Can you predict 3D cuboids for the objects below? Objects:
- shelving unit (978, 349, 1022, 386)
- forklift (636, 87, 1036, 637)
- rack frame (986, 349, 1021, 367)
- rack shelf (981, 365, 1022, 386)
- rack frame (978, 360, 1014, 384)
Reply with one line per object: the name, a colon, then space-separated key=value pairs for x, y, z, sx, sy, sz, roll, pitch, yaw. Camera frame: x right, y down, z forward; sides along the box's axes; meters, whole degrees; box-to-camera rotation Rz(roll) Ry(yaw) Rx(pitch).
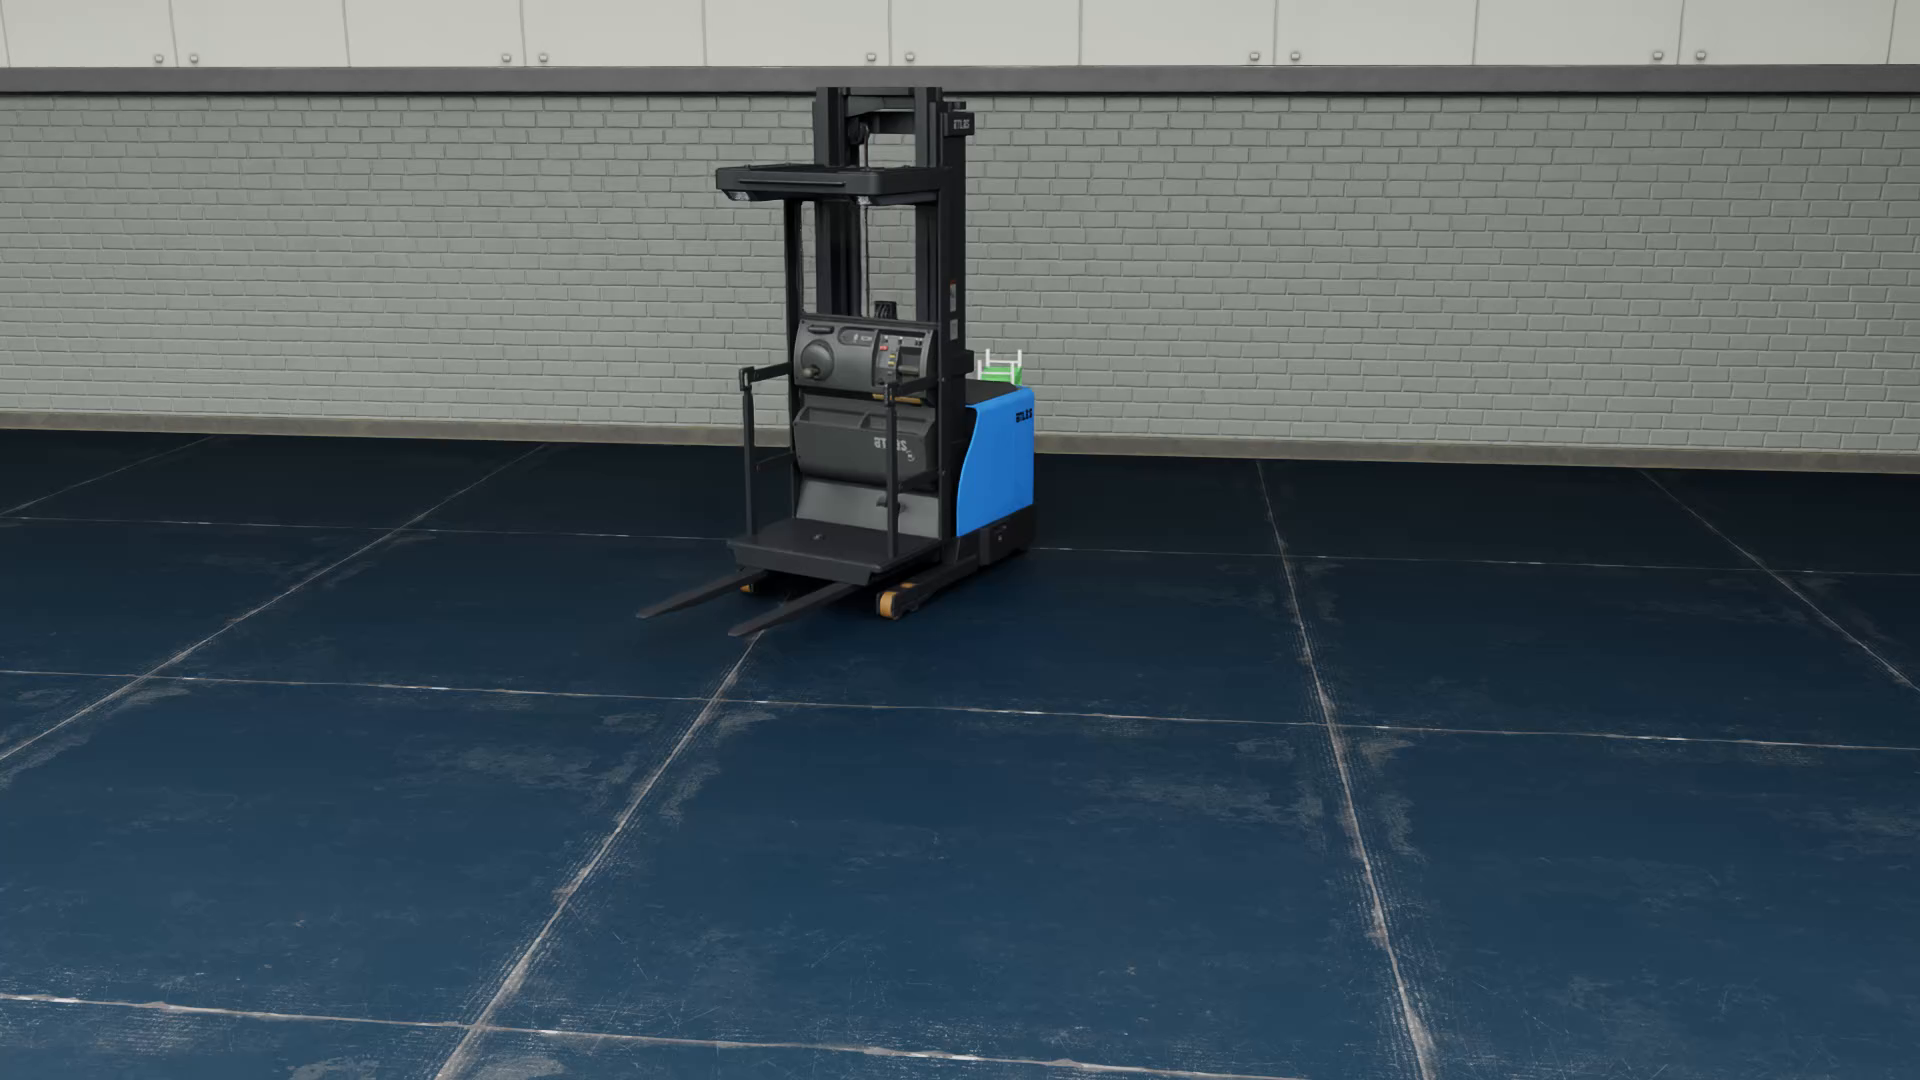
shelving unit: x=0.269 y=-0.664 z=11.318 sx=0.258 sy=1.200 sz=0.503 roll=2 pitch=15 yaw=7
forklift: x=-0.677 y=-1.096 z=9.600 sx=1.130 sy=2.935 sz=3.031 roll=9 pitch=17 yaw=29
rack frame: x=0.300 y=-0.727 z=11.552 sx=0.240 sy=1.200 sz=0.015 roll=2 pitch=15 yaw=7
rack shelf: x=0.269 y=-1.065 z=11.210 sx=0.258 sy=0.148 sz=0.480 roll=2 pitch=15 yaw=7
rack frame: x=0.237 y=-0.601 z=11.085 sx=0.240 sy=1.200 sz=0.015 roll=2 pitch=15 yaw=7
